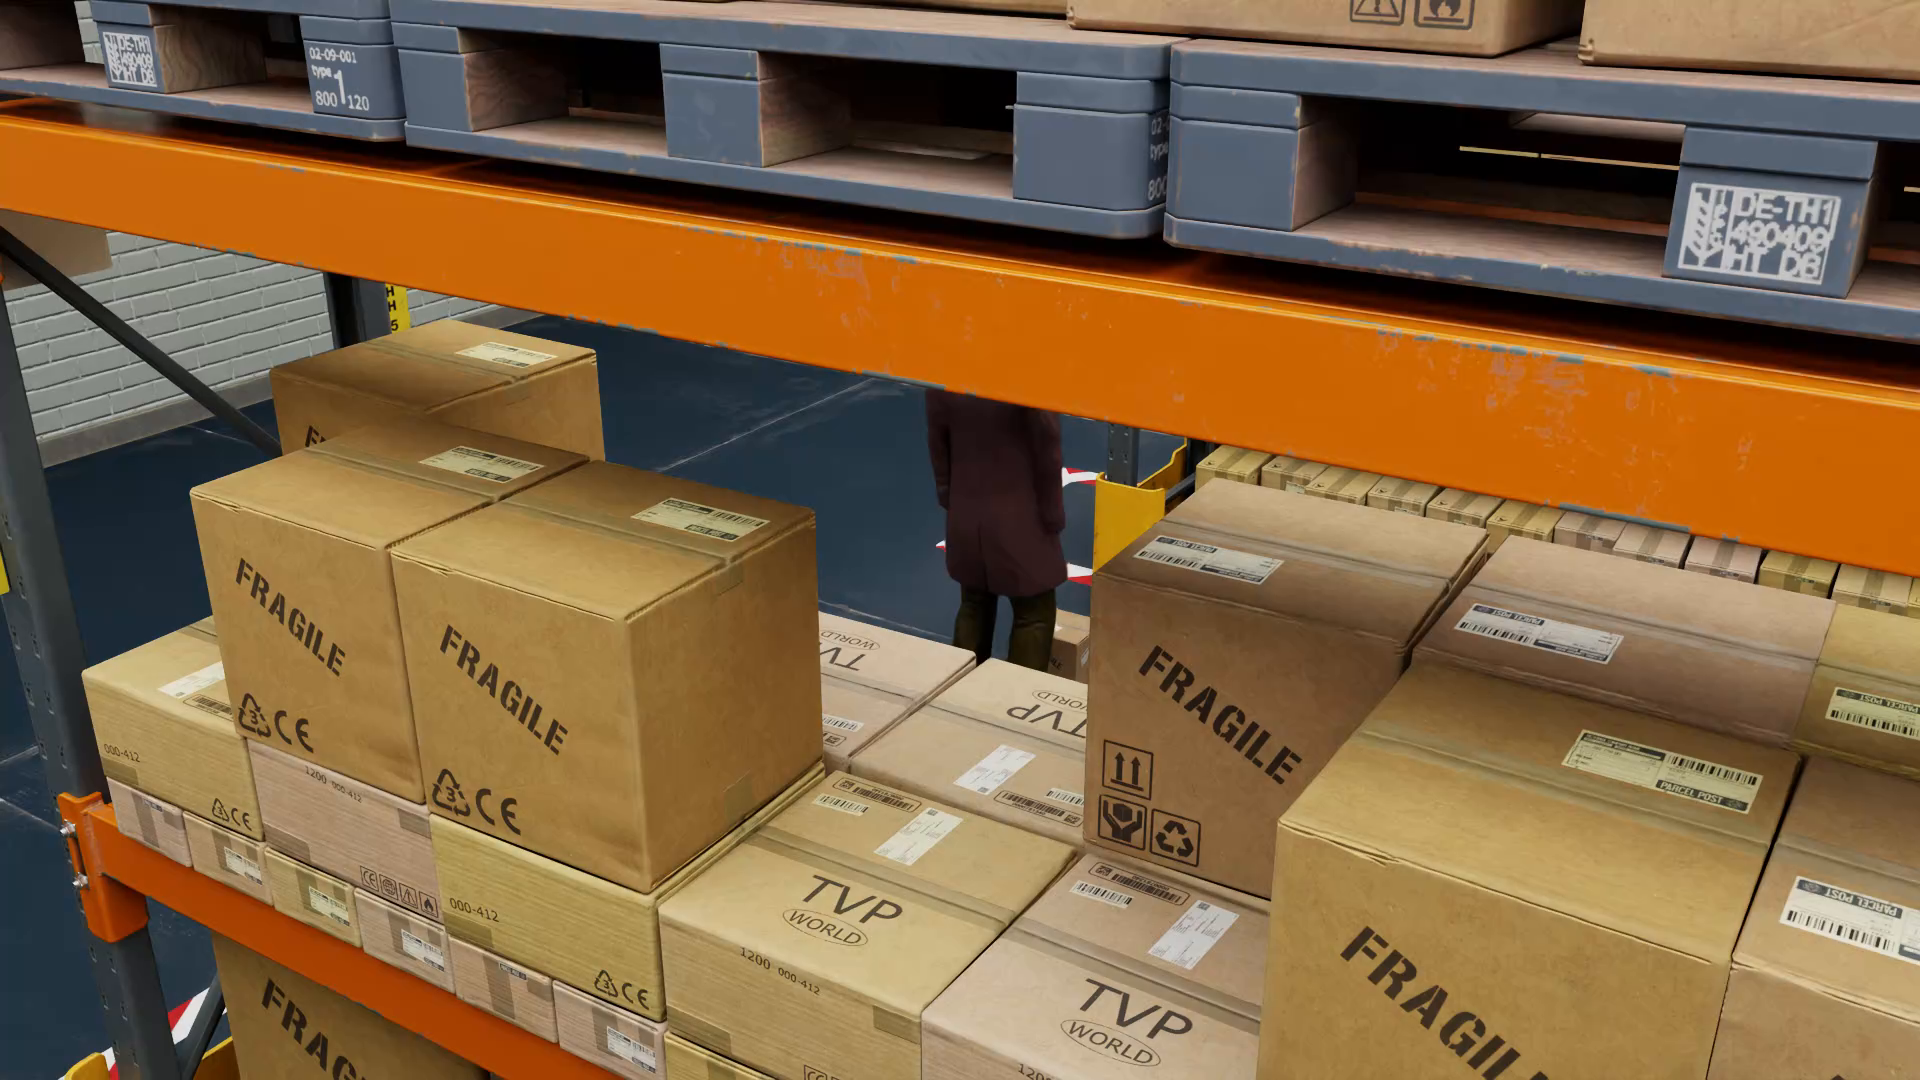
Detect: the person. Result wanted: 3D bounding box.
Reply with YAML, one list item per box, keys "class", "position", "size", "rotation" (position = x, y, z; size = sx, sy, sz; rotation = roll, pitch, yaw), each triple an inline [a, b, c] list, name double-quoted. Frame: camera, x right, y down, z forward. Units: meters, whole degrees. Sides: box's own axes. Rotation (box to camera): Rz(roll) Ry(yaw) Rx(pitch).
- class: "person"
  position: [0.151, -0.072, 6.320]
  size: [0.569, 1.762, 0.381]
  rotation: [14, 27, 30]
